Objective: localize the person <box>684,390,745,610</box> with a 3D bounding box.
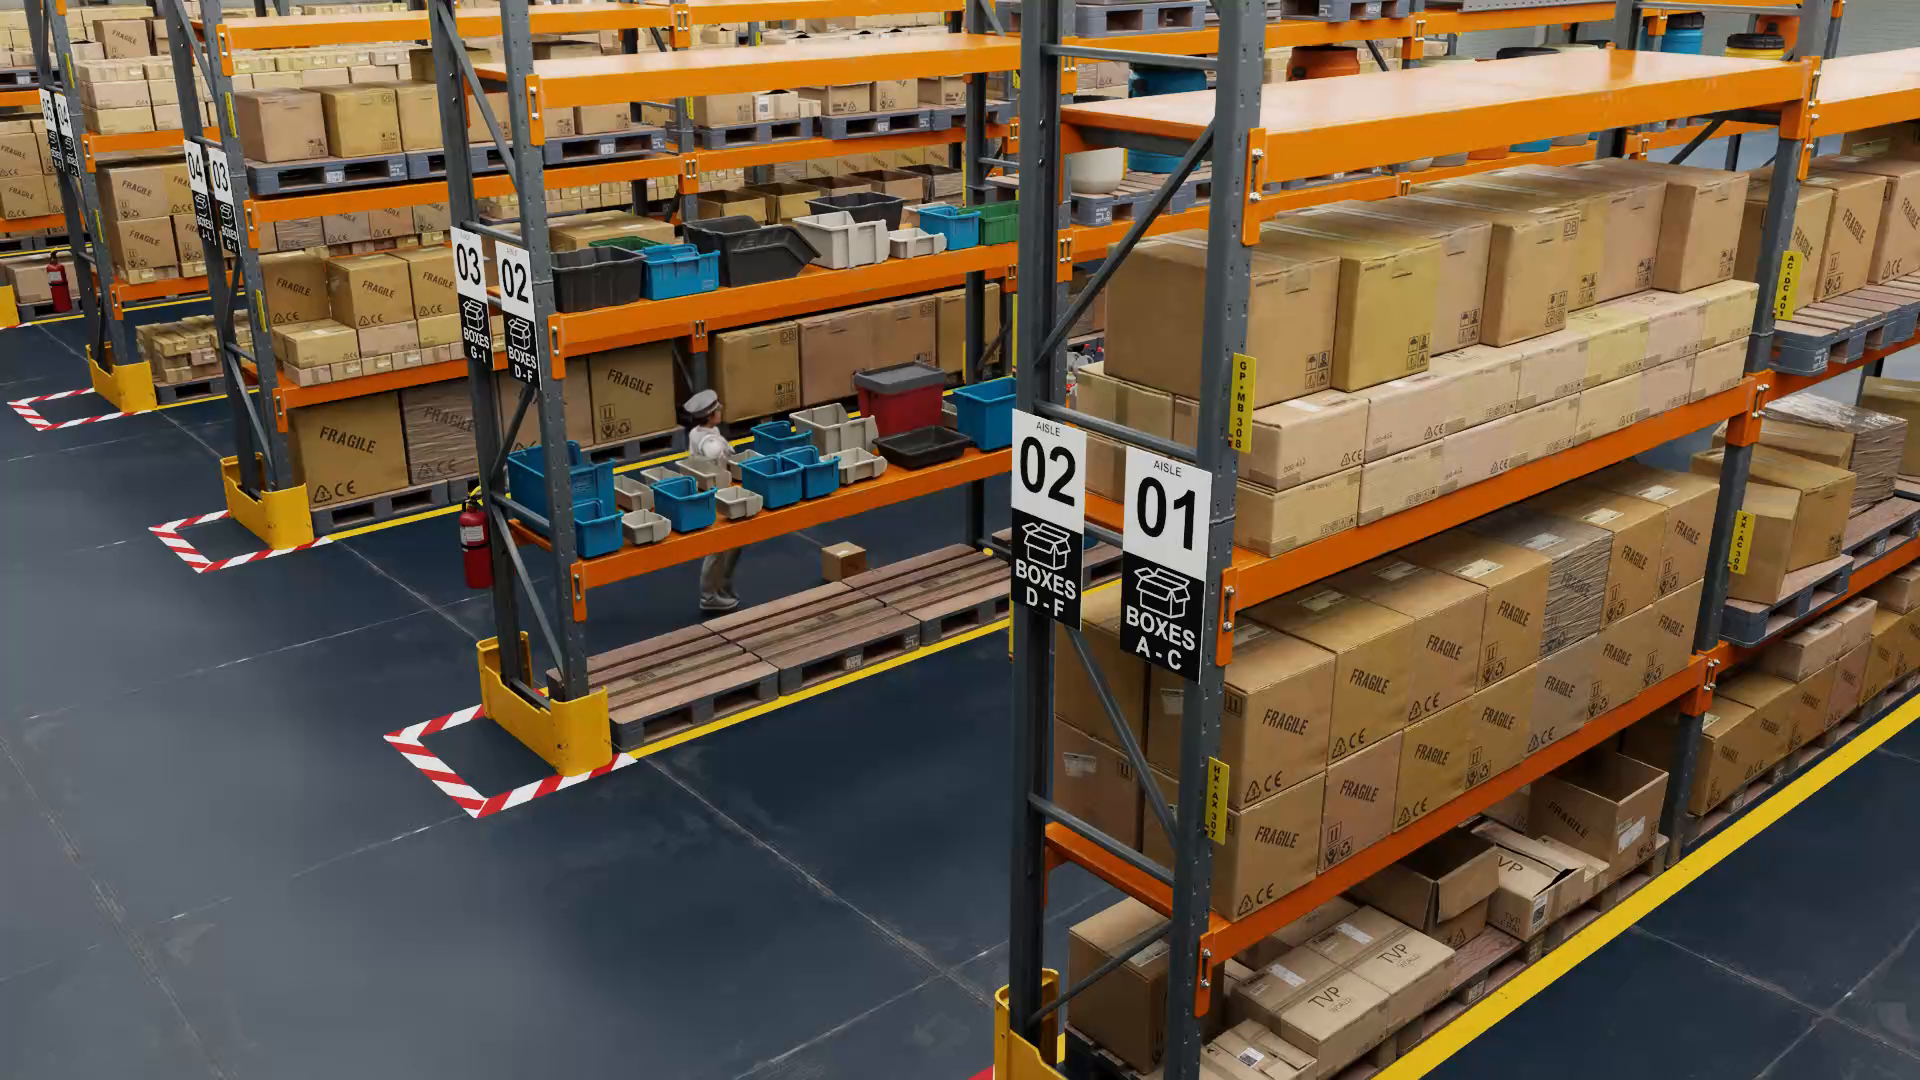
[{"bbox_3d":[-1.753,-0.270,12.241,0.464,1.731,0.486,-7,22,-18],"label":"person"}]
